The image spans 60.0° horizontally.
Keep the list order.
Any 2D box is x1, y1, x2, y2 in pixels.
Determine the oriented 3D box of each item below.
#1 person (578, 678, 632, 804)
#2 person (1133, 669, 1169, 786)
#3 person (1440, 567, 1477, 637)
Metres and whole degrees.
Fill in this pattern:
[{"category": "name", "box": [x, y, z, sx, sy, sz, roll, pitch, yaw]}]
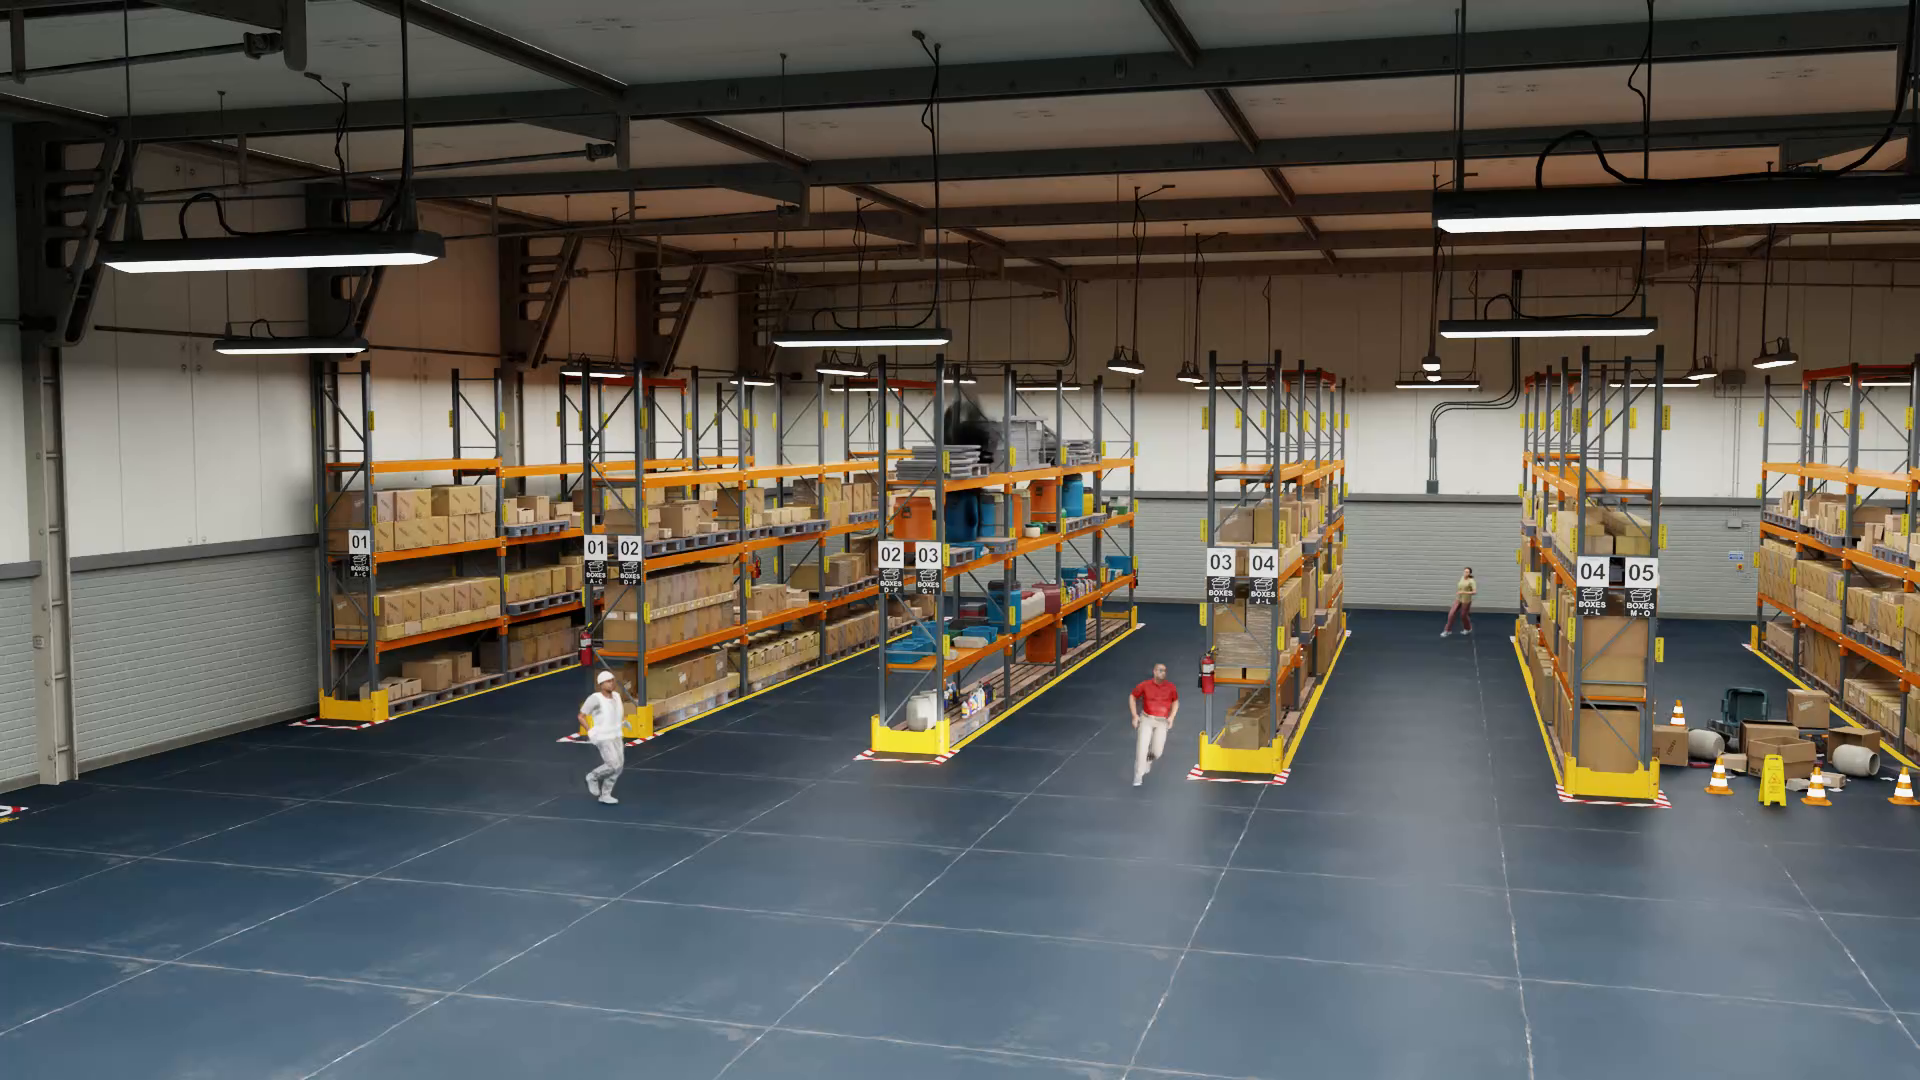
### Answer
[{"category": "person", "box": [-4.585, 2.600, 21.723, 0.592, 1.698, 0.683, 2, 5, 31]}, {"category": "person", "box": [2.635, 2.566, 23.075, 0.503, 1.594, 0.596, 0, 4, -2]}, {"category": "person", "box": [11.657, 1.428, 38.453, 0.890, 1.646, 0.685, -3, 5, -37]}]
